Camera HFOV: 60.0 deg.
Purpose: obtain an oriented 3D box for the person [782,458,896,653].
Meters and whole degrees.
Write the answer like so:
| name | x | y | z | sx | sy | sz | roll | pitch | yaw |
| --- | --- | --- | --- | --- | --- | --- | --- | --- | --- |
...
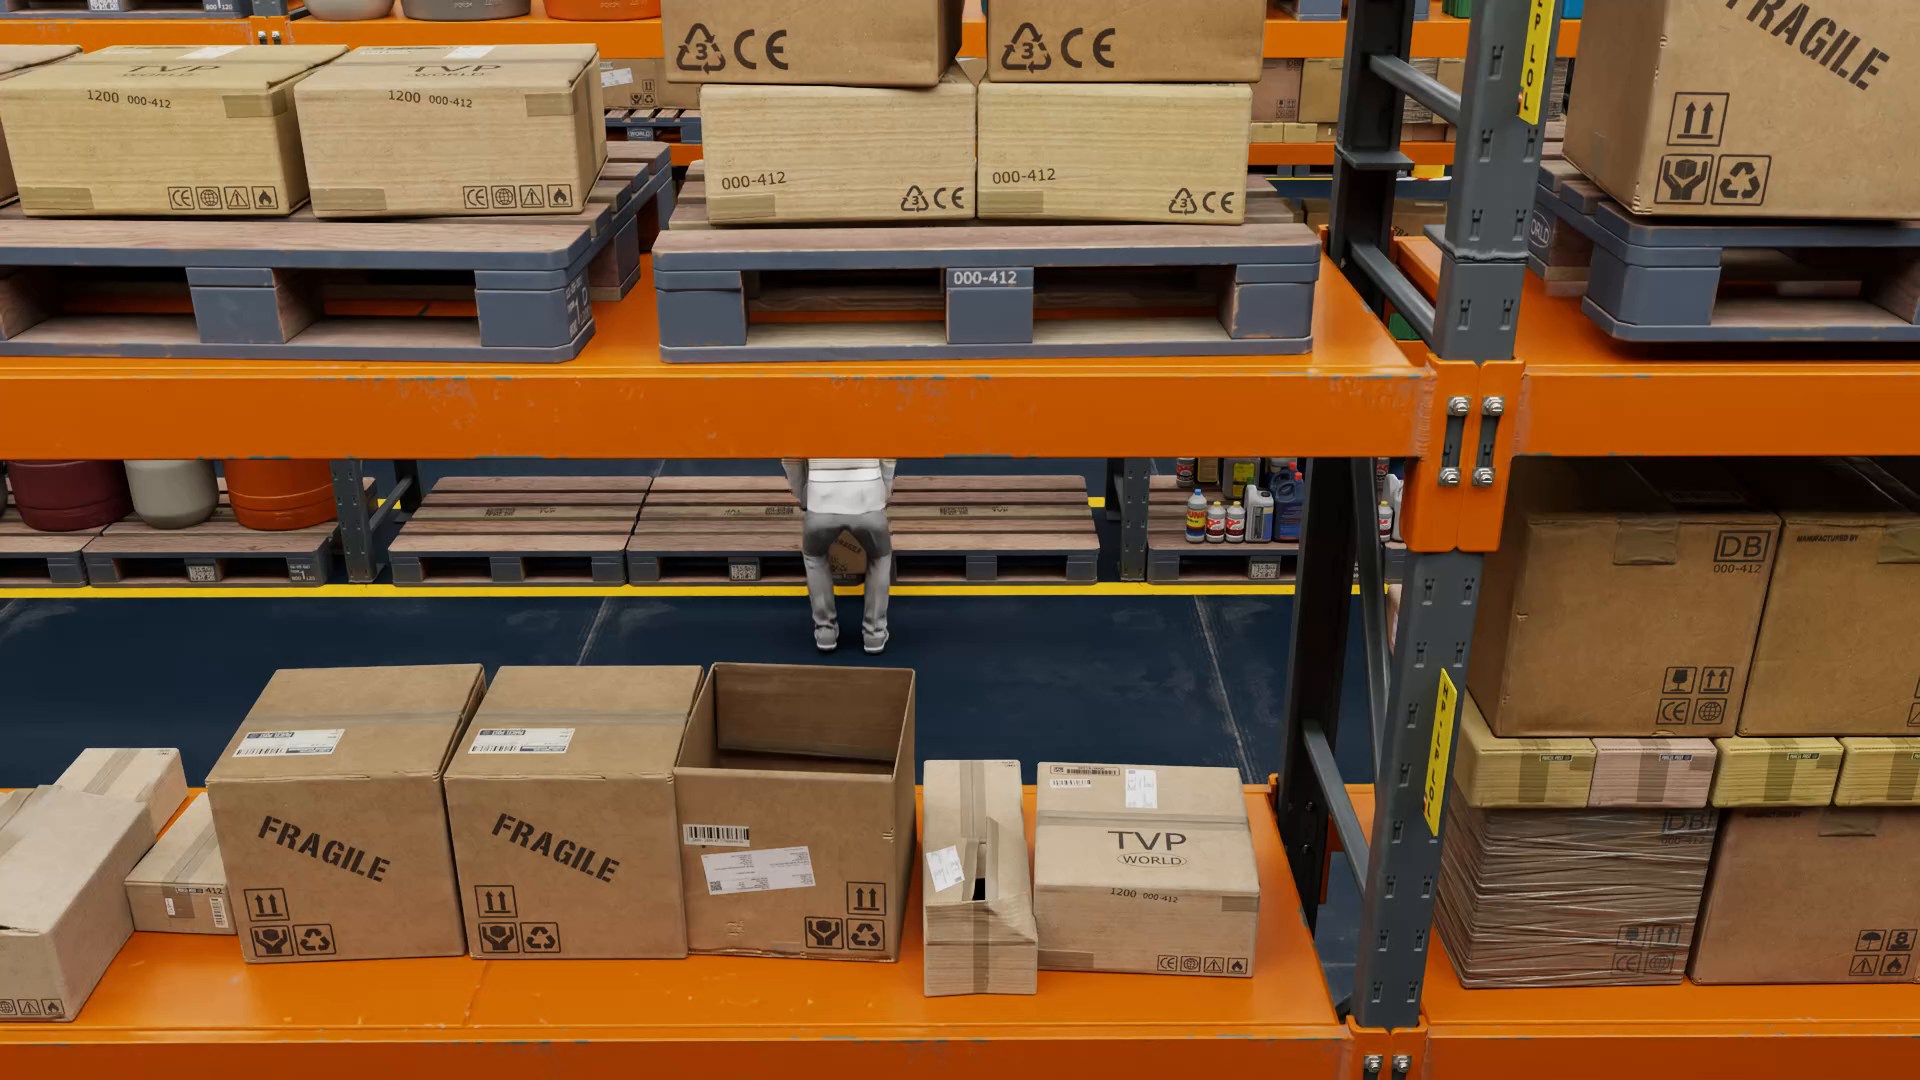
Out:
| name | x | y | z | sx | sy | sz | roll | pitch | yaw |
| --- | --- | --- | --- | --- | --- | --- | --- | --- | --- |
| person | -0.561 | -0.192 | 7.767 | 0.532 | 1.479 | 0.633 | 0 | 24 | 0 |
